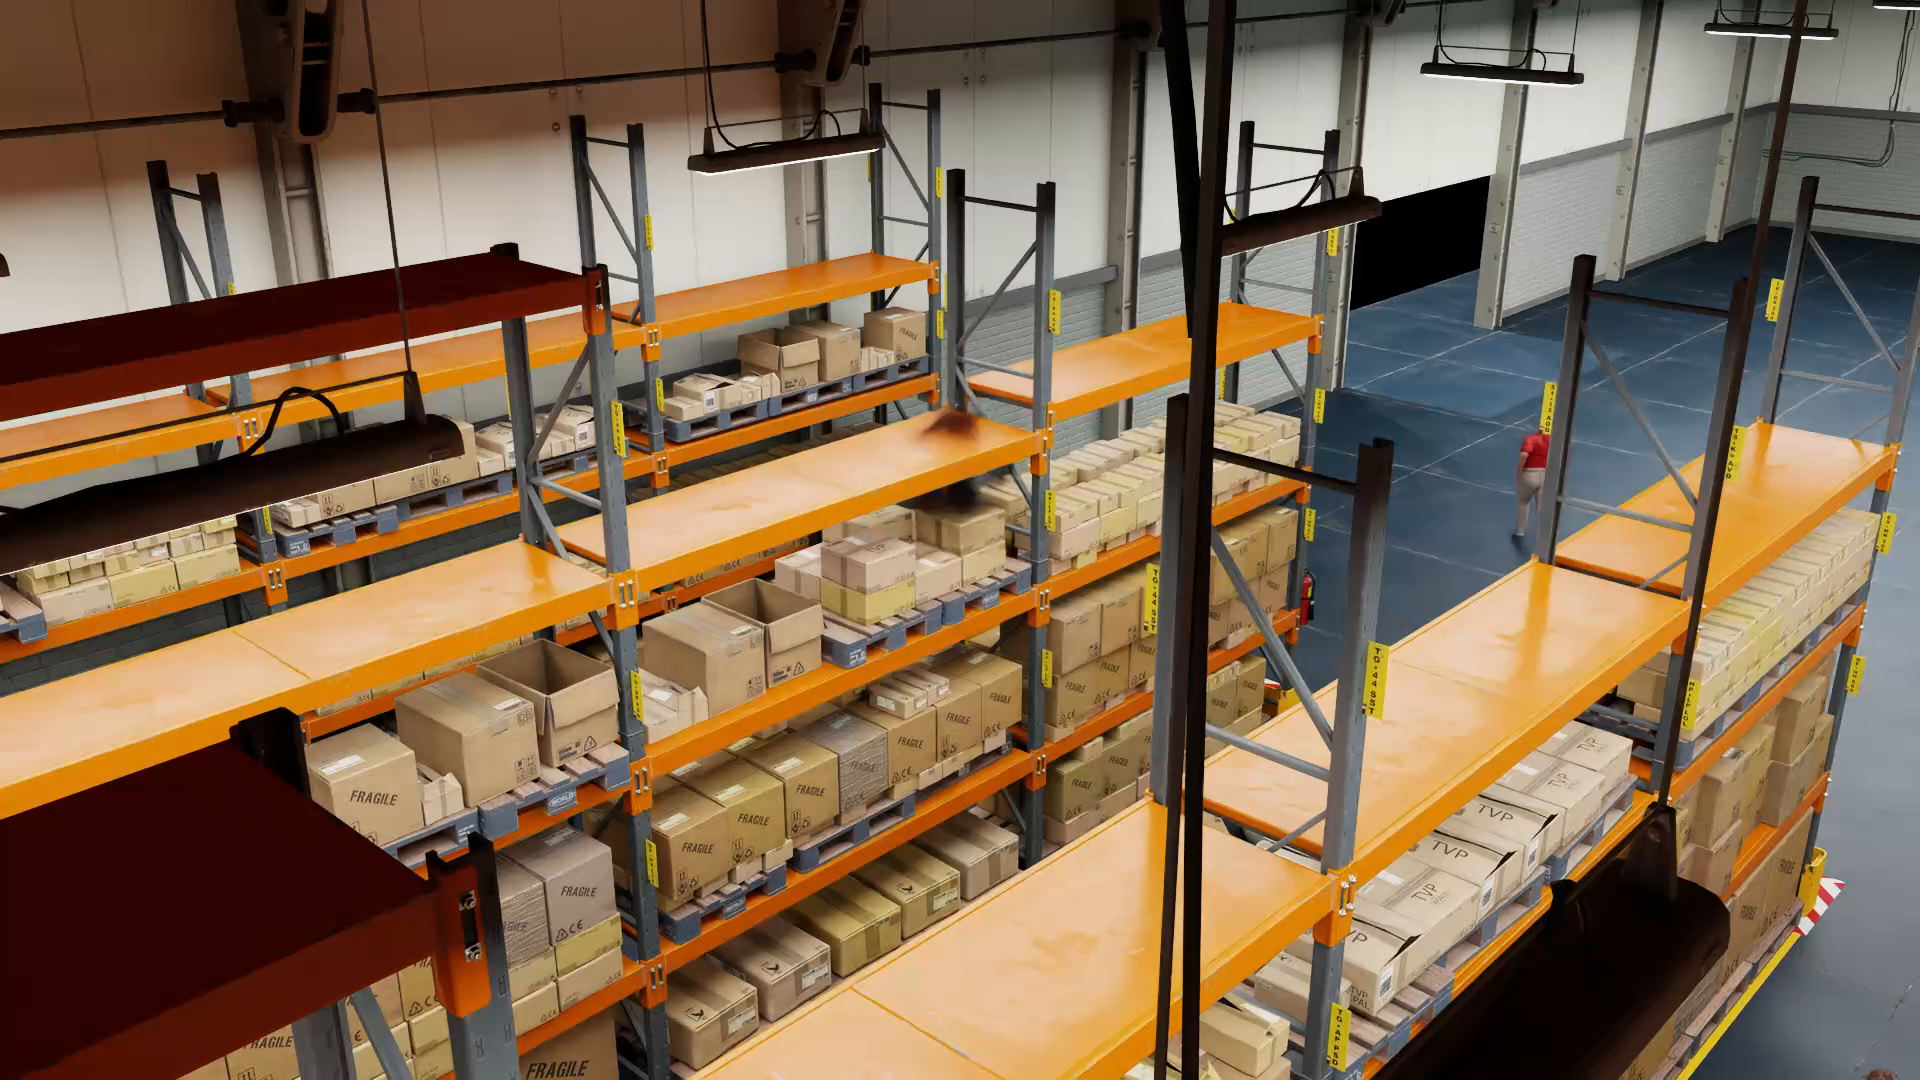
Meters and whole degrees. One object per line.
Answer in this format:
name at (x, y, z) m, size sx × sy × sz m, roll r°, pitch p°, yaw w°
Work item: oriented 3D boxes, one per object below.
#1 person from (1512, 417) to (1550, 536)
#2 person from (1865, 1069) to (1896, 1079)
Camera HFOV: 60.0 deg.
person at (7.487, -0.770, 21.557) m, size 0.682 × 1.717 × 0.950 m, roll 0°, pitch 21°, yaw 0°
person at (5.368, 3.826, 9.930) m, size 0.543 × 1.576 × 0.877 m, roll 14°, pitch 25°, yaw 31°
